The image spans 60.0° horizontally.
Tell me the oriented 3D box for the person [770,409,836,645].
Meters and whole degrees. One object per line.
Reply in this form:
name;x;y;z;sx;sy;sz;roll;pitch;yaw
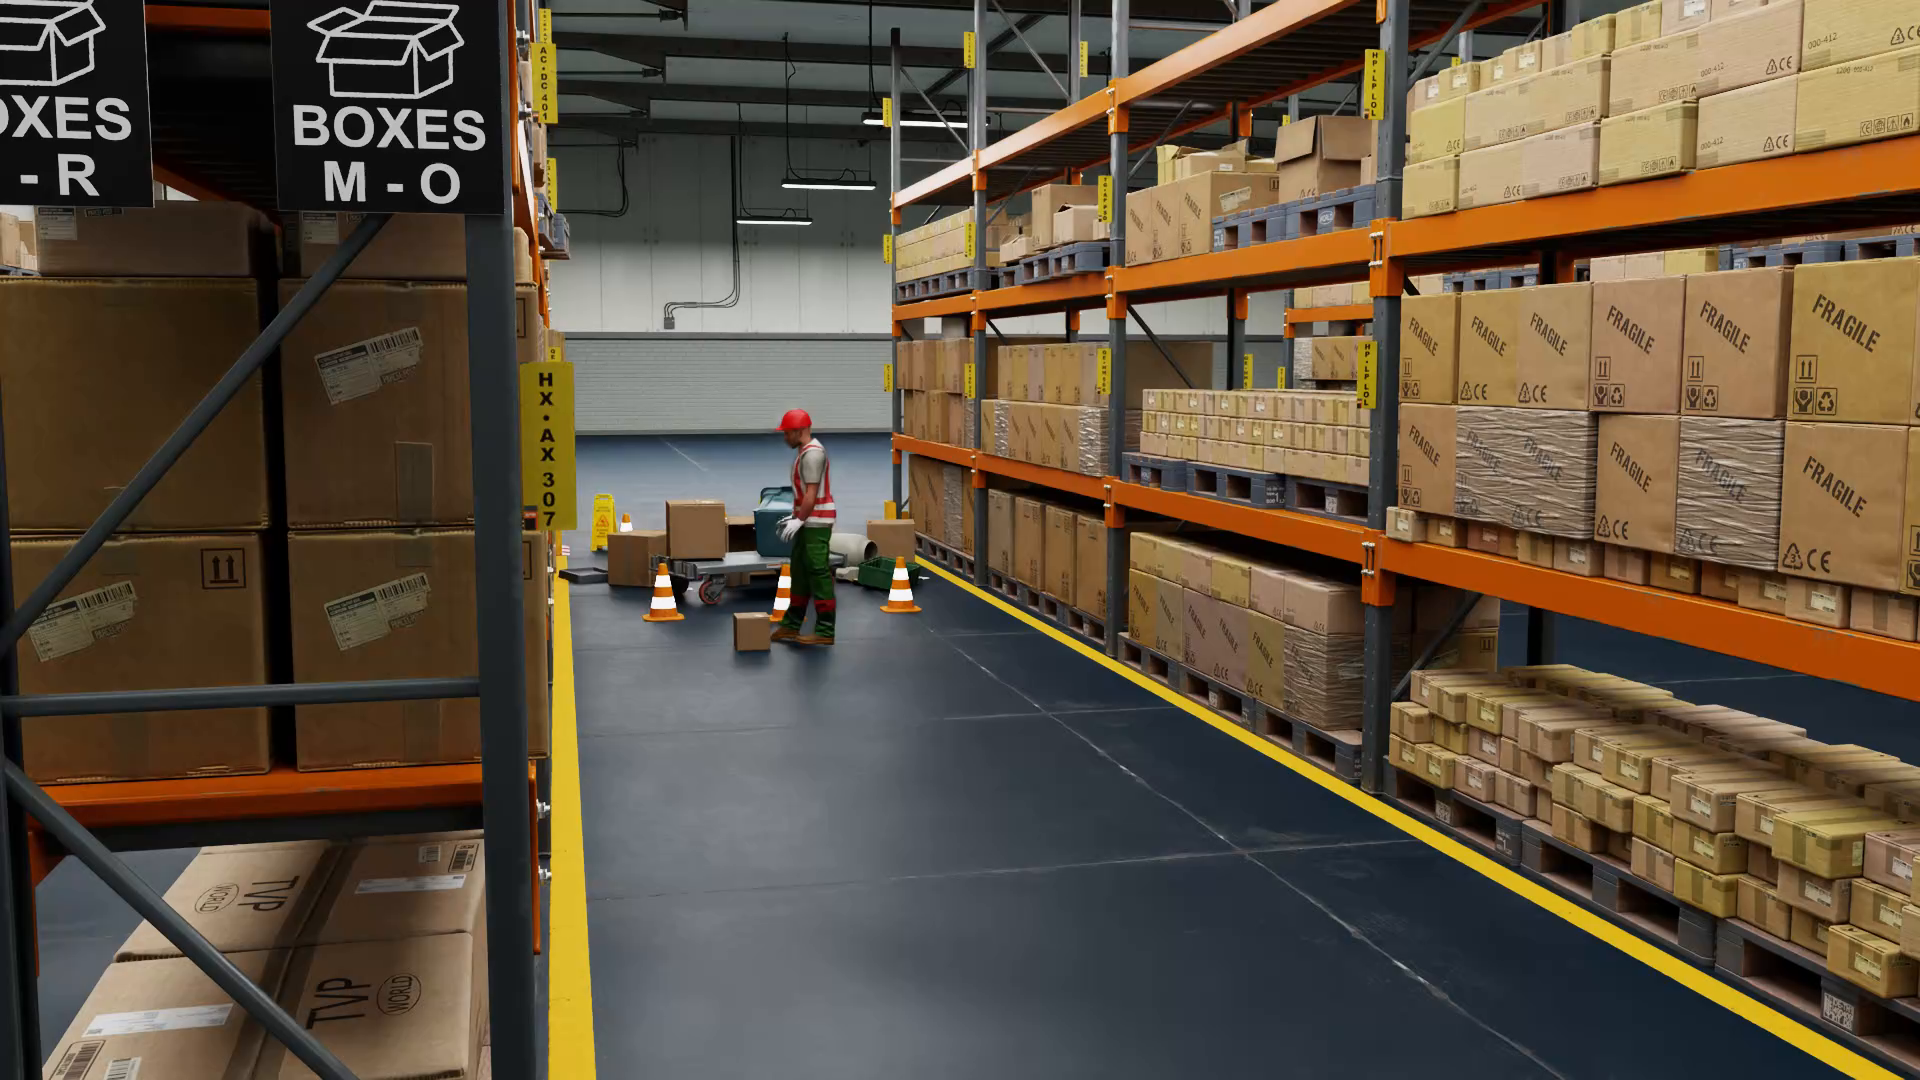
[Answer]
person;-1.224;-0.098;12.592;0.562;1.784;0.563;-1;6;-8
